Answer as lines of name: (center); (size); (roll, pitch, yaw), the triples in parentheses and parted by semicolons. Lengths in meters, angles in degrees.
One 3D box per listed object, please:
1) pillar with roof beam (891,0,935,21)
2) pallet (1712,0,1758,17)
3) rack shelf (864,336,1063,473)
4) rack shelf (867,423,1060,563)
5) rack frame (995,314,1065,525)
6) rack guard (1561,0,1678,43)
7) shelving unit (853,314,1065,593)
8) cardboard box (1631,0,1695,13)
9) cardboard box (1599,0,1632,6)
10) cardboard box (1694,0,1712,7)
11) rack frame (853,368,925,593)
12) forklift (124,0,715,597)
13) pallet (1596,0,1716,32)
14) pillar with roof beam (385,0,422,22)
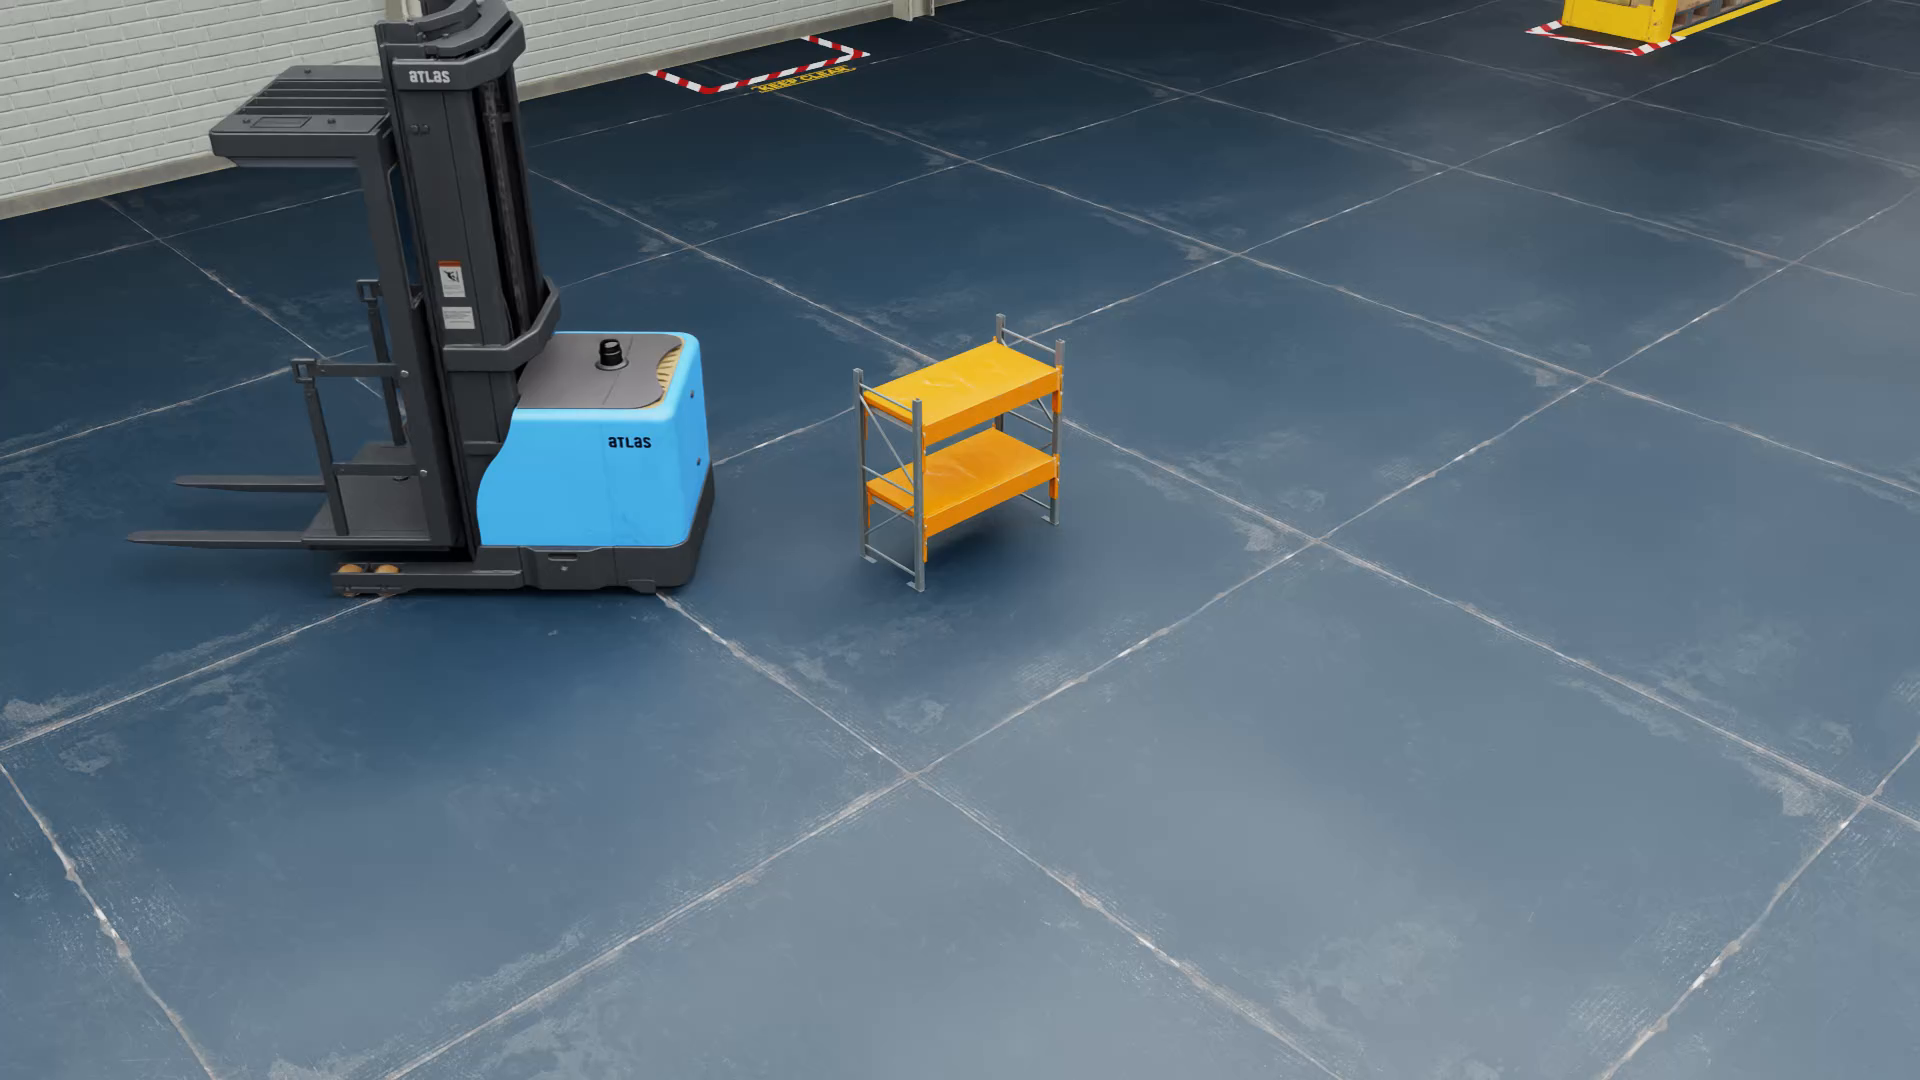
pillar with roof beam: (2.389, -8.216, 14.059); (0.400, 9.000, 9.100); (-26, 40, -35)
pallet: (8.734, -6.487, 19.655); (1.213, 0.211, 1.003); (-26, 40, -35)
rack shelf: (0.005, -0.732, 8.808); (1.000, 0.278, 0.538); (-26, 40, -35)
rack shelf: (0.005, -0.274, 9.088); (1.000, 0.278, 0.538); (-26, 40, -35)
rack frame: (0.378, -0.663, 9.255); (0.032, 1.125, 0.500); (-26, 40, -35)
rack guard: (7.290, -5.883, 18.392); (0.348, 0.500, 1.175); (-26, 40, -35)
shelving unit: (0.005, -0.482, 8.960); (1.048, 1.125, 0.538); (-26, 40, -35)
cardboard box: (7.852, -6.070, 18.534); (0.500, 0.250, 0.500); (-26, 40, -35)
cardboard box: (7.500, -6.268, 18.858); (0.500, 0.250, 0.500); (-26, 40, -35)
cardboard box: (8.216, -6.248, 18.826); (0.500, 0.250, 0.500); (-26, 40, -35)
rack frame: (-0.368, -0.302, 8.666); (0.032, 1.125, 0.500); (-26, 40, -35)
forklift: (-2.922, -1.228, 8.448); (3.031, 2.935, 1.130); (0, 31, 1)
pallet: (7.840, -6.056, 18.951); (1.213, 0.211, 1.003); (-26, 40, -35)
pillar with roof beam: (-2.010, -6.087, 10.579); (0.400, 9.000, 9.100); (-26, 40, -35)
